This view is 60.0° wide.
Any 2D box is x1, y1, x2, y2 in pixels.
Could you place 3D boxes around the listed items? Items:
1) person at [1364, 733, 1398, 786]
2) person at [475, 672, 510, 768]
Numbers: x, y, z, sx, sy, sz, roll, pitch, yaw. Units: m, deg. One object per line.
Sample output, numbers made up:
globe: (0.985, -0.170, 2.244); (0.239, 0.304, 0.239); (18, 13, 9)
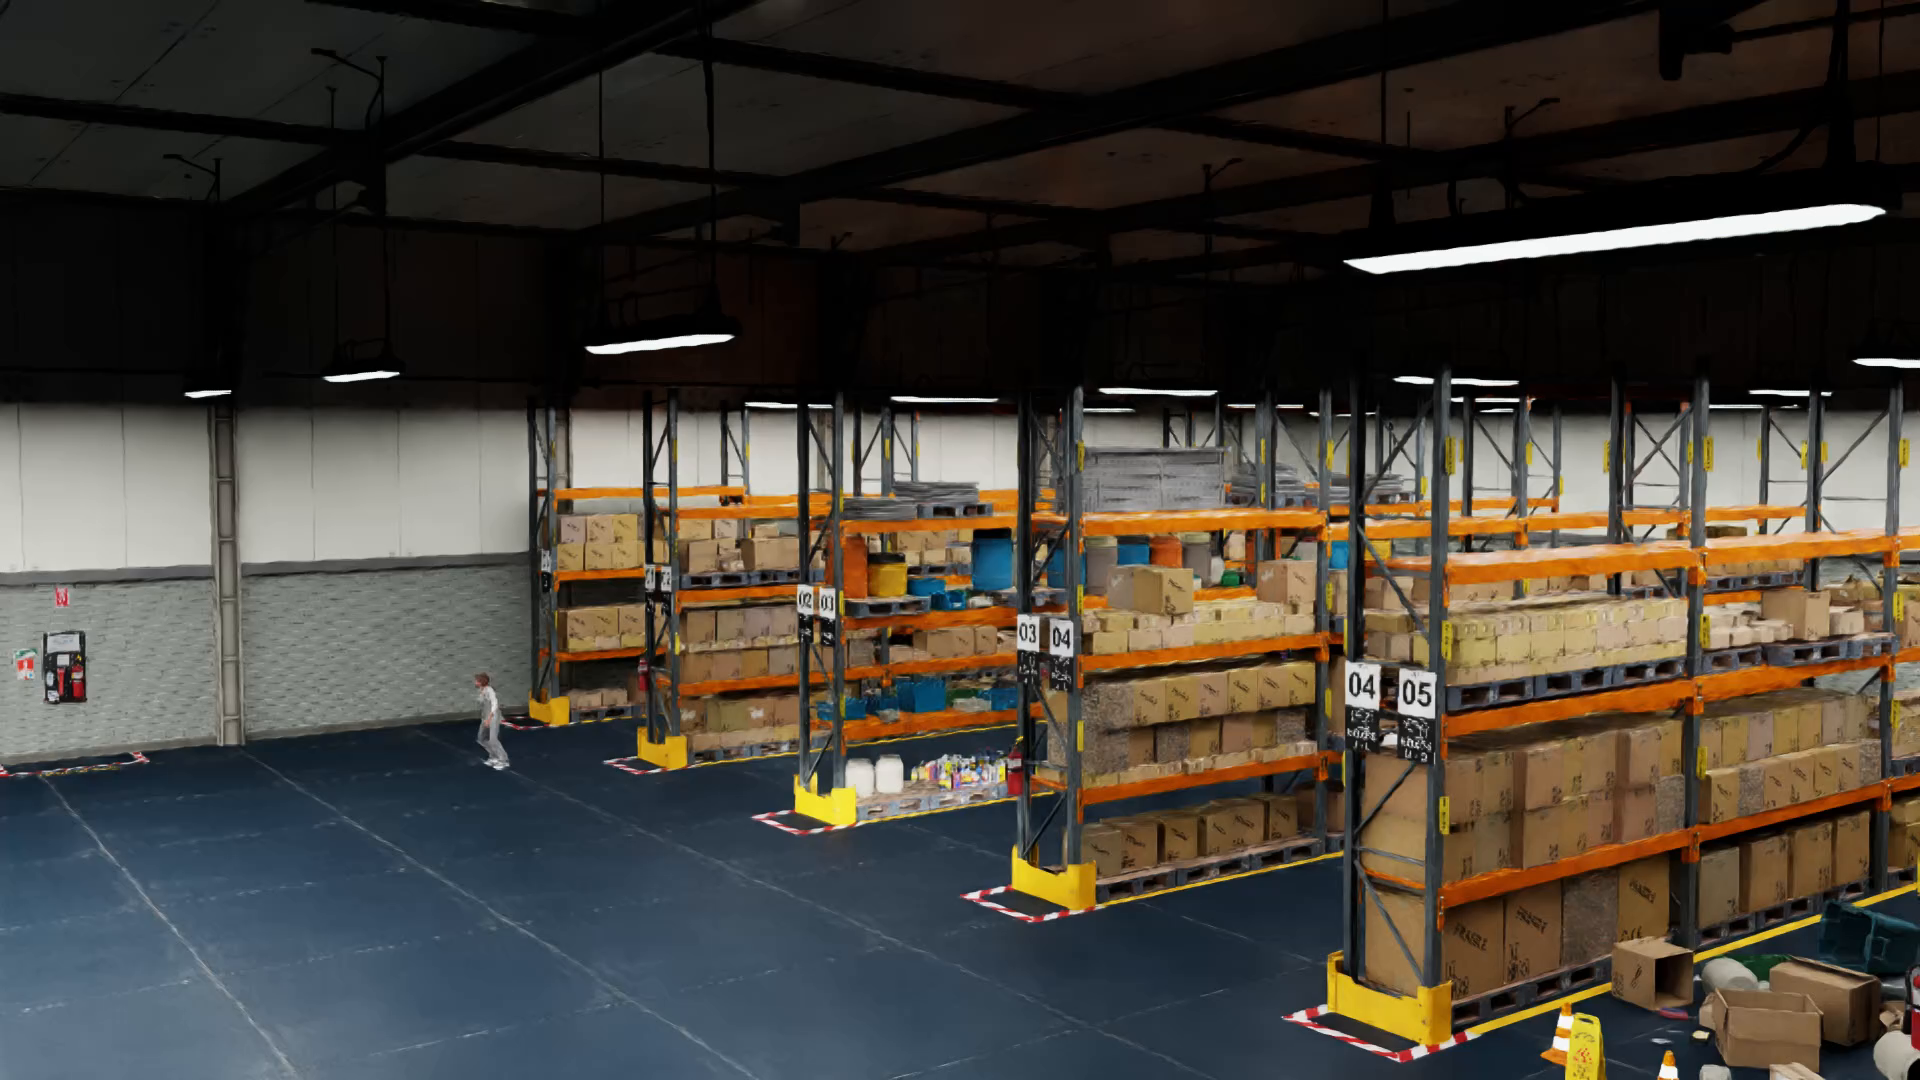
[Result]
person: (5.185, 3.130, 19.769); (0.701, 1.718, 0.849); (3, 4, 37)
person: (-7.423, 2.844, 26.340); (0.519, 1.541, 0.566); (-3, 4, -39)
